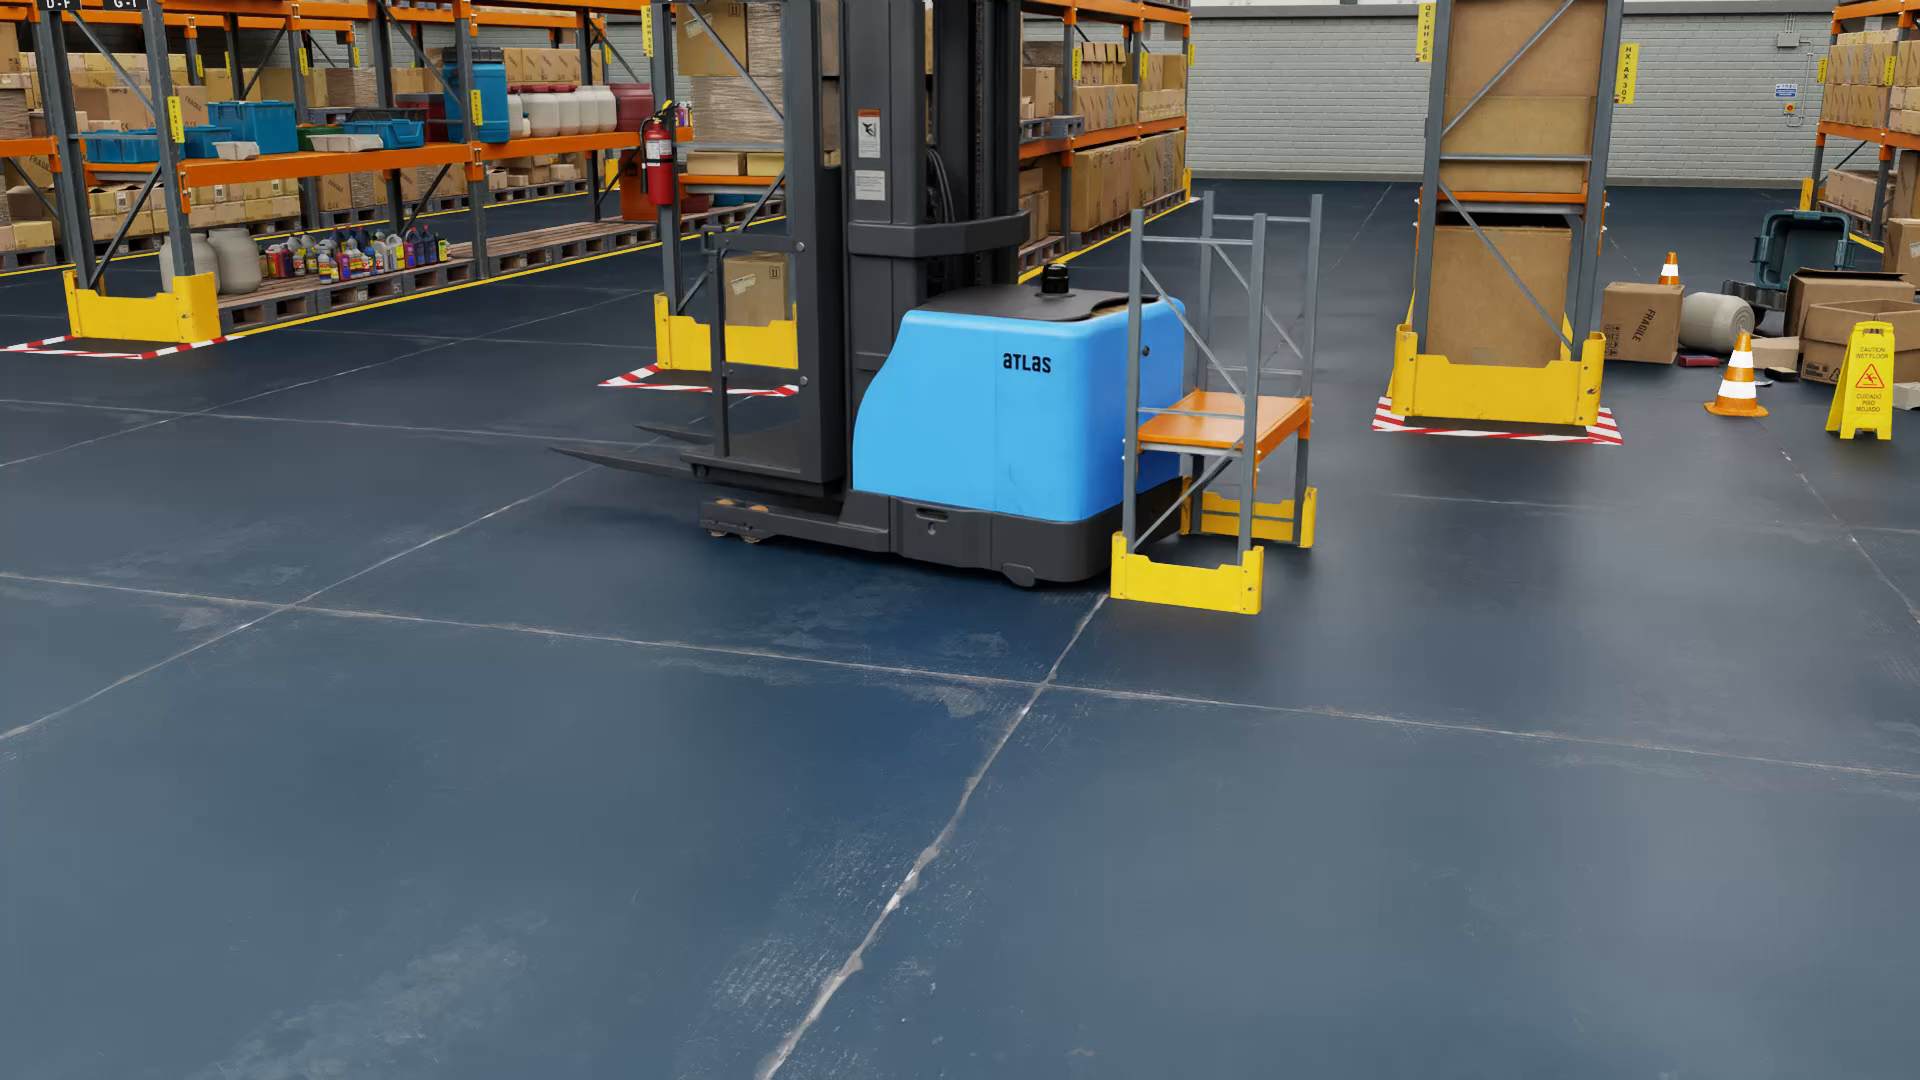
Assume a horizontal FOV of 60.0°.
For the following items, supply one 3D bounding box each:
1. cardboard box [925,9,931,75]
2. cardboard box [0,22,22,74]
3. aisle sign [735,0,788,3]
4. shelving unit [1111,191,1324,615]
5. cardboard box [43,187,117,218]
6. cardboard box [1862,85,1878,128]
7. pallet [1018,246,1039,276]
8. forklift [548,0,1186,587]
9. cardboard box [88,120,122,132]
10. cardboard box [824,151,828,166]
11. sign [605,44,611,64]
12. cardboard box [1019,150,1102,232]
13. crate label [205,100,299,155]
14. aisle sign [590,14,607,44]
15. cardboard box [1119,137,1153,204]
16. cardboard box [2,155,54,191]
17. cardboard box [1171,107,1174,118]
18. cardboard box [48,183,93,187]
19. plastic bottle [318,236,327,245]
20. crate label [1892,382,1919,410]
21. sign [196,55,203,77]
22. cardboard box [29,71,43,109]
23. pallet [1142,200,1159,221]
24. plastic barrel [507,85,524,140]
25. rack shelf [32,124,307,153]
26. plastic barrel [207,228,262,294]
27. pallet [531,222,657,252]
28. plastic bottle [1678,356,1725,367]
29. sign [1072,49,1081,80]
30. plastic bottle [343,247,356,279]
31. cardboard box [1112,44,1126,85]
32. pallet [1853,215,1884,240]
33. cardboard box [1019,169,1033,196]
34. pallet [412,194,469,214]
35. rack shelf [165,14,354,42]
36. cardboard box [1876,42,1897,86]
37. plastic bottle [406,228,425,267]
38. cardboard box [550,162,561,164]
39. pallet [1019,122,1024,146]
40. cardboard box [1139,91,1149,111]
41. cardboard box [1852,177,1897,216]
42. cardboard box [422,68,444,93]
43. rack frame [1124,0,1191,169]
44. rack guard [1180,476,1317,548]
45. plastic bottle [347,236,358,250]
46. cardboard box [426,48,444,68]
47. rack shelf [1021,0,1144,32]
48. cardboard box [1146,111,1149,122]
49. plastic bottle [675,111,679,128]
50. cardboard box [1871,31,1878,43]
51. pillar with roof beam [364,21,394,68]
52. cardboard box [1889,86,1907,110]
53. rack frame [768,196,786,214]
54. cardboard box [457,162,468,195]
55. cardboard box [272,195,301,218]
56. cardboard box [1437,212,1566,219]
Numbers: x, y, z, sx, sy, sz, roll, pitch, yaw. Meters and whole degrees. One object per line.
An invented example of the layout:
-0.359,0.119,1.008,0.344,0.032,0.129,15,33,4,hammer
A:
-0.540,-3.929,13.123,0.500,0.500,0.500,5,16,16,cardboard box
-10.009,-4.982,16.836,0.700,0.500,0.500,5,17,16,cardboard box
-1.259,-3.822,10.543,0.394,0.787,0.004,5,16,16,aisle sign
1.069,-0.602,6.702,0.587,1.500,1.083,7,17,22,shelving unit
-9.533,-3.664,17.993,0.500,0.311,0.500,5,16,16,cardboard box
11.410,-5.306,20.356,0.500,0.500,0.500,4,16,15,cardboard box
0.172,-2.840,16.954,1.003,0.211,1.213,5,16,16,pallet
-0.556,-1.506,7.267,3.031,2.935,1.130,10,19,31,forklift
-9.441,-4.522,18.234,0.380,0.149,0.250,5,16,16,cardboard box
-1.130,-2.610,11.494,0.380,0.149,0.250,5,16,16,cardboard box
-5.952,-8.227,28.135,0.100,0.325,0.005,5,16,16,sign
0.961,-4.063,19.279,1.225,0.875,0.875,4,16,13,cardboard box
-6.014,-3.514,14.158,0.502,0.435,0.616,5,16,16,crate label
-6.166,-8.811,28.131,0.394,0.787,0.004,5,16,16,aisle sign
2.146,-5.097,22.925,0.875,0.875,0.875,5,16,16,cardboard box
-13.168,-5.206,23.357,0.750,0.750,0.750,4,16,15,cardboard box
2.944,-6.290,24.468,0.380,0.149,0.250,4,16,15,cardboard box
-9.907,-3.840,18.613,0.500,0.311,0.500,5,17,17,cardboard box
-5.909,-2.678,15.445,0.061,0.283,0.133,5,17,18,plastic bottle
5.861,-0.885,10.199,0.250,0.136,0.298,-4,16,-13,crate label
-11.843,-7.382,25.882,0.100,0.325,0.005,5,16,16,sign
-12.962,-6.300,23.280,0.500,0.500,0.500,5,17,18,cardboard box
2.172,-4.602,23.166,1.003,0.211,1.213,5,16,16,pallet
-4.659,-4.340,16.884,0.433,0.535,0.433,0,16,0,plastic barrel
-9.321,-4.604,19.381,1.077,0.370,4.000,5,16,16,rack shelf
-6.021,-2.309,13.763,0.421,0.512,0.421,0,16,0,plastic barrel
-4.262,-3.547,19.447,1.003,0.211,1.213,5,16,16,pallet
5.187,-1.251,11.628,0.283,0.061,0.133,-1,16,-3,plastic bottle
1.268,-5.183,18.129,0.100,0.325,0.005,5,16,16,sign
-5.366,-2.434,14.606,0.097,0.271,0.097,0,16,0,plastic bottle
1.708,-6.113,21.363,0.797,0.503,0.637,4,16,14,cardboard box
11.674,-3.833,20.456,1.003,0.211,1.213,5,16,16,pallet
0.442,-3.756,17.476,0.500,0.250,0.500,7,17,22,cardboard box
-7.810,-4.962,24.437,1.003,0.211,1.213,5,16,16,pallet
-11.798,-8.523,27.702,1.077,0.370,4.000,5,16,16,rack shelf
11.252,-5.656,19.757,0.500,0.500,0.500,4,16,15,cardboard box
-5.102,-2.738,15.532,0.144,0.351,0.185,4,16,13,plastic bottle
-7.047,-6.204,27.937,0.500,0.250,0.500,5,16,16,cardboard box
-0.036,-3.754,15.418,1.003,0.211,1.213,5,16,16,pallet
2.266,-5.924,22.447,0.500,0.250,0.500,4,16,15,cardboard box
11.918,-4.341,21.064,0.875,0.438,0.875,4,16,14,cardboard box
-7.965,-6.663,24.370,0.700,0.500,0.500,-1,16,-3,cardboard box
3.018,-6.797,25.795,1.000,3.000,0.127,5,16,16,rack frame
1.264,-0.125,7.314,0.587,0.250,0.087,7,17,22,rack guard
-5.694,-2.714,15.595,0.097,0.271,0.097,0,16,0,plastic bottle
-7.720,-7.201,25.204,0.500,0.500,0.500,5,17,16,cardboard box
1.313,-6.324,19.949,1.077,0.370,4.000,5,16,16,rack shelf
2.359,-5.750,22.564,0.380,0.149,0.250,4,16,14,cardboard box
-3.484,-5.134,20.297,0.097,0.201,0.097,0,16,0,plastic bottle
11.589,-6.258,20.690,0.380,0.149,0.250,4,16,15,cardboard box
-7.164,-11.275,30.589,9.100,9.000,0.400,5,16,16,pillar with roof beam
10.987,-5.057,19.019,0.500,0.250,0.500,4,16,14,cardboard box
-2.867,-6.134,23.460,1.000,3.000,0.127,5,16,16,rack frame
-7.481,-5.377,24.565,0.500,0.500,0.500,5,16,16,cardboard box
-8.668,-4.196,20.894,0.500,0.250,0.500,5,17,17,cardboard box
3.575,-1.792,11.276,0.875,0.875,0.875,4,16,15,cardboard box
